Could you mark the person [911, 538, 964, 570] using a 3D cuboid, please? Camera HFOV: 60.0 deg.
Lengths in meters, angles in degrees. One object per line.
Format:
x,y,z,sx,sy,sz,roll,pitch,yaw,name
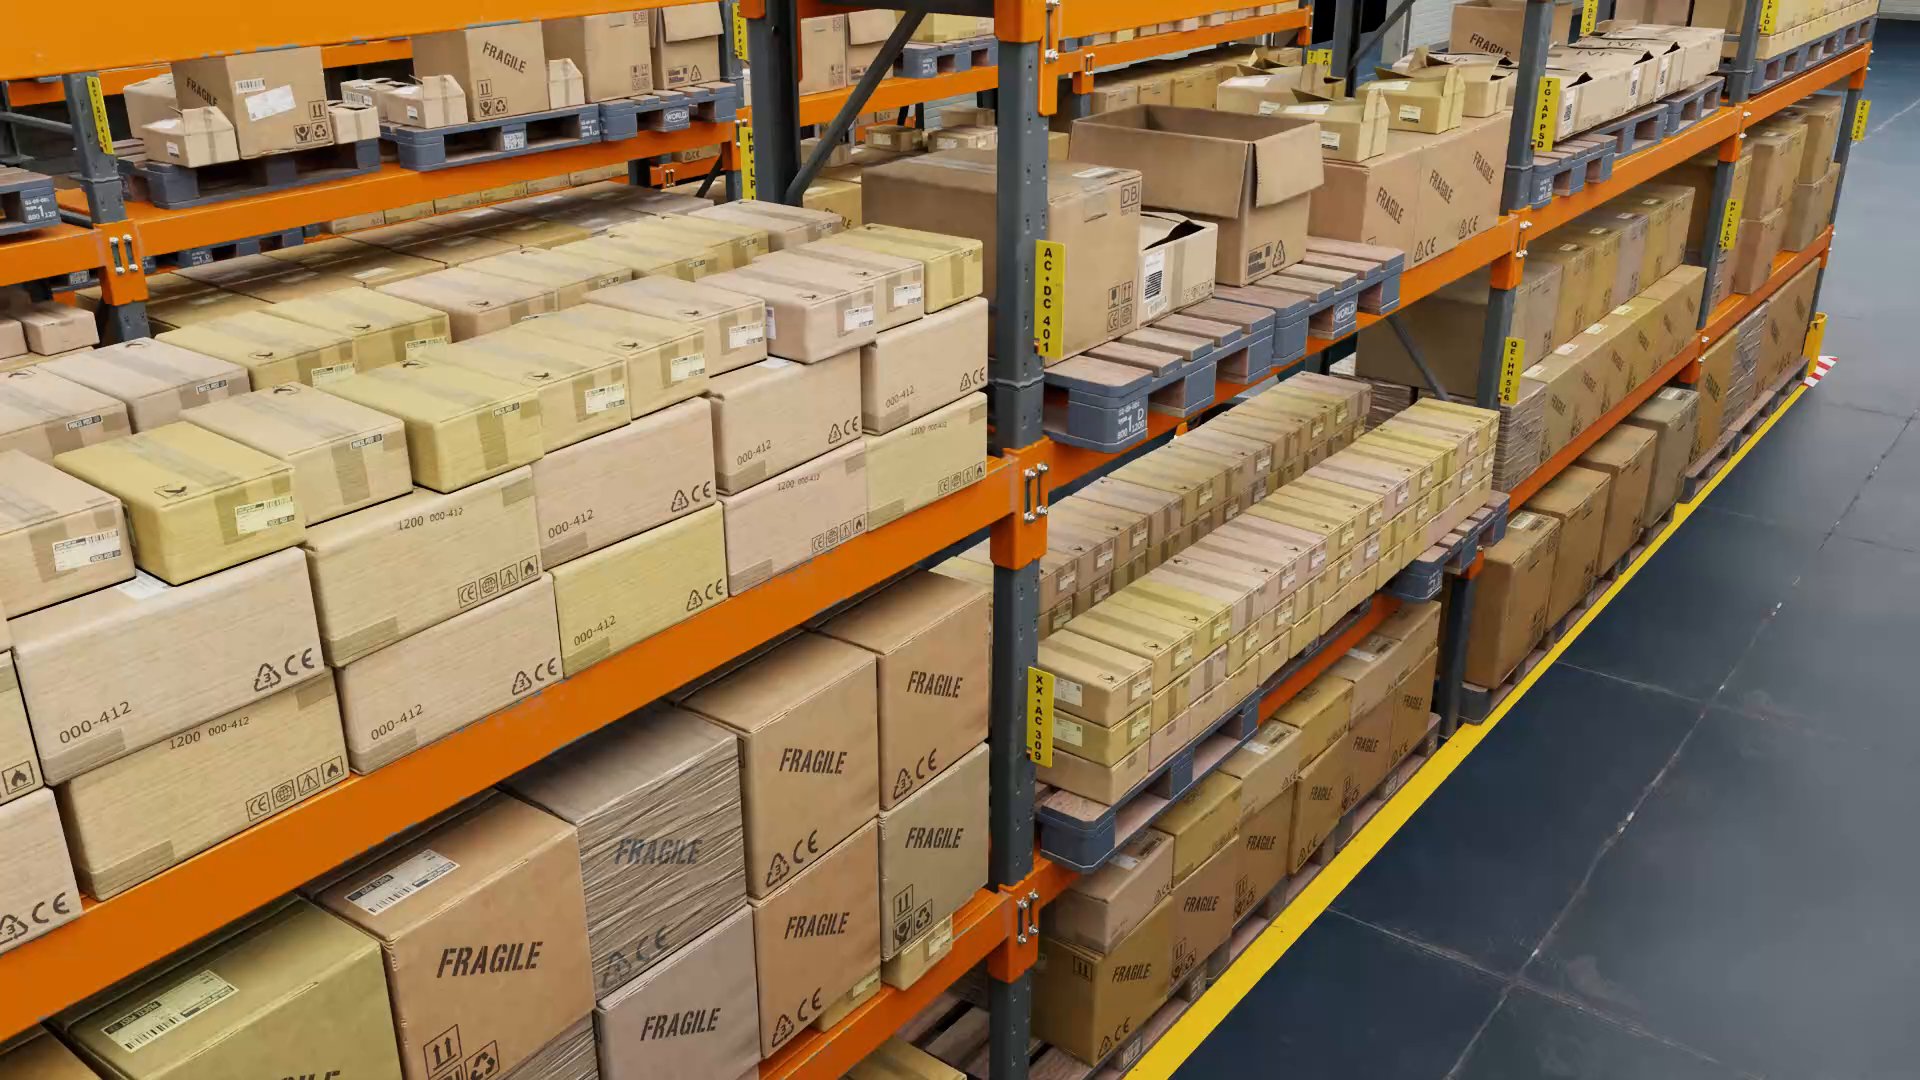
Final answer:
-0.308,-0.203,10.396,0.514,1.083,0.966,15,28,31,person
